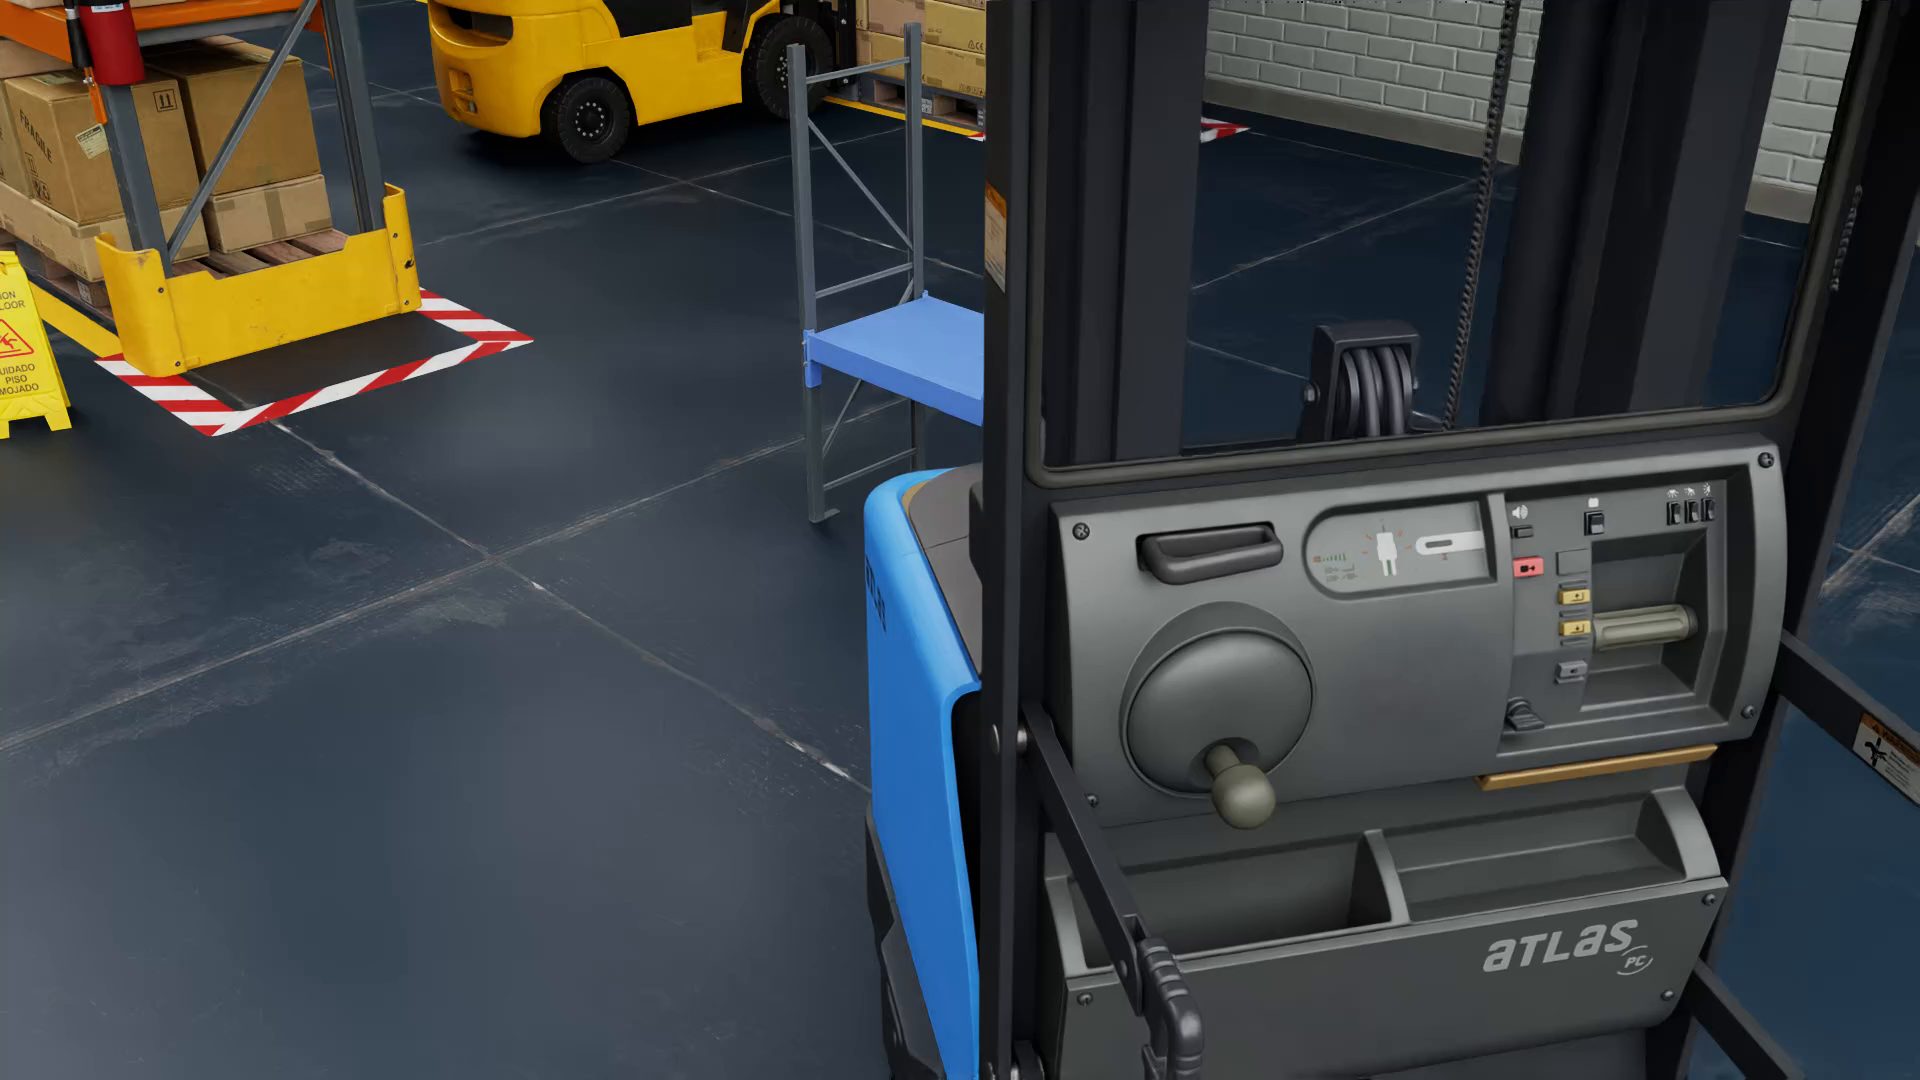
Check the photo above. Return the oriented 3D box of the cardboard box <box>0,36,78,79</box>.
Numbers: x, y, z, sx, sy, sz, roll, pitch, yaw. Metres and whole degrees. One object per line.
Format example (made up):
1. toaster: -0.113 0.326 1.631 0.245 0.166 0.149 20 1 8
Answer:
1. cardboard box: -3.833 -2.031 6.890 0.380 0.149 0.250 -24 36 -38

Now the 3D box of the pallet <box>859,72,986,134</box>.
1. pallet: 0.133 -2.821 10.387 1.213 0.211 1.003 25 36 38

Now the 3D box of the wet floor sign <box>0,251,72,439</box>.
1. wet floor sign: -3.385 -0.712 5.910 0.267 0.644 0.232 -13 30 -22

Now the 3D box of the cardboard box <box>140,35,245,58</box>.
1. cardboard box: -3.545 -2.003 7.534 0.500 0.500 0.500 23 35 37

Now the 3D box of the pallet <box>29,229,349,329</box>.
1. pallet: -3.379 -1.238 7.378 1.213 0.211 1.003 25 36 38

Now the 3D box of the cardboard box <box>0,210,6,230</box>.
1. cardboard box: -4.276 -1.655 7.677 0.500 0.250 0.500 23 35 37

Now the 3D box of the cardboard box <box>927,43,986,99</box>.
1. cardboard box: 0.151 -2.836 9.925 0.500 0.250 0.500 25 37 39

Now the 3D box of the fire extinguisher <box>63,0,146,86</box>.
1. fire extinguisher: -3.012 -1.946 5.811 0.183 0.674 0.296 25 36 38

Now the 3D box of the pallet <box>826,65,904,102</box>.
1. pallet: -0.733 -3.219 11.144 1.213 0.211 1.003 25 36 38

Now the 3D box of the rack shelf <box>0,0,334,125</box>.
1. rack shelf: -4.196 -2.505 7.564 4.000 0.370 1.077 25 36 38

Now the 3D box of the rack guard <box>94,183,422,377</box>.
1. rack guard: -2.824 -1.089 6.784 0.348 0.500 1.175 25 36 38

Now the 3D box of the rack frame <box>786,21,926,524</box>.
1. rack frame: -0.302 -0.802 5.163 0.032 1.500 0.500 25 36 38

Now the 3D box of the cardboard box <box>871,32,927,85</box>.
1. cardboard box: -0.197 -3.002 10.239 0.500 0.250 0.500 25 36 38

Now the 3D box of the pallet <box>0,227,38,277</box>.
1. pallet: -4.245 -1.636 8.135 1.213 0.211 1.003 25 36 38

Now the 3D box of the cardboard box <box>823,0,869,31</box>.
1. cardboard box: -0.592 -3.393 10.446 0.500 0.250 0.500 24 36 37

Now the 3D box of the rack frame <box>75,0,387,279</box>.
1. rack frame: -2.770 -2.171 6.155 0.127 3.000 1.000 25 36 38

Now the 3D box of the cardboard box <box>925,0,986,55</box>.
1. cardboard box: 0.141 -3.064 9.821 0.500 0.250 0.500 24 36 38

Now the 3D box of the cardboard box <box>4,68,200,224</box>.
1. cardboard box: -3.524 -1.646 6.855 0.500 0.500 0.500 25 37 39

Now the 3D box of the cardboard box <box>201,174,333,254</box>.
1. cardboard box: -3.151 -1.495 7.372 0.500 0.250 0.500 24 36 38

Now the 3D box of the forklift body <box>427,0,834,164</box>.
1. forklift body: -1.924 -3.457 9.513 1.214 2.155 2.313 25 36 38

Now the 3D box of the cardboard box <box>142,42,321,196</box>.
1. cardboard box: -3.169 -1.834 7.212 0.500 0.500 0.500 23 36 37

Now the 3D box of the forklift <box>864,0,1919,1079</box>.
1. forklift: 0.621 0.147 1.822 1.130 2.935 3.031 -6 28 -11

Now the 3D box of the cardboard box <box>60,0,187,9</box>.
1. cardboard box: -3.187 -2.111 6.311 0.380 0.149 0.250 -24 36 -38

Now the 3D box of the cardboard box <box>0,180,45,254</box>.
1. cardboard box: -3.899 -1.486 7.356 0.500 0.250 0.500 25 37 39

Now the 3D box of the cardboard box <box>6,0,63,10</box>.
1. cardboard box: -3.445 -2.156 6.398 0.250 0.149 0.380 24 36 38

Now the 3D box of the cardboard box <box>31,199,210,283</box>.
1. cardboard box: -3.552 -1.322 7.044 0.500 0.250 0.500 24 36 38

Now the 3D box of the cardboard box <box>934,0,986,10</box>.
1. cardboard box: 0.160 -3.277 9.689 0.500 0.250 0.500 -24 36 -38

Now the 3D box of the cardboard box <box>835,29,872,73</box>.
1. cardboard box: -0.548 -3.168 10.555 0.500 0.250 0.500 -25 37 -39

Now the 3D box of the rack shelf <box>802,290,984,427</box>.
1. rack shelf: 0.061 -0.477 4.932 1.000 0.185 0.538 25 36 38

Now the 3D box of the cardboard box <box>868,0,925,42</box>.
1. cardboard box: -0.209 -3.232 10.139 0.500 0.250 0.500 24 36 38

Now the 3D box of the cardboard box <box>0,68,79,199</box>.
1. cardboard box: -3.899 -1.815 7.177 0.500 0.500 0.500 -24 36 -37

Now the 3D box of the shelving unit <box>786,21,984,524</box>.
1. shelving unit: 0.061 -0.636 4.848 1.048 1.500 0.538 25 36 38
